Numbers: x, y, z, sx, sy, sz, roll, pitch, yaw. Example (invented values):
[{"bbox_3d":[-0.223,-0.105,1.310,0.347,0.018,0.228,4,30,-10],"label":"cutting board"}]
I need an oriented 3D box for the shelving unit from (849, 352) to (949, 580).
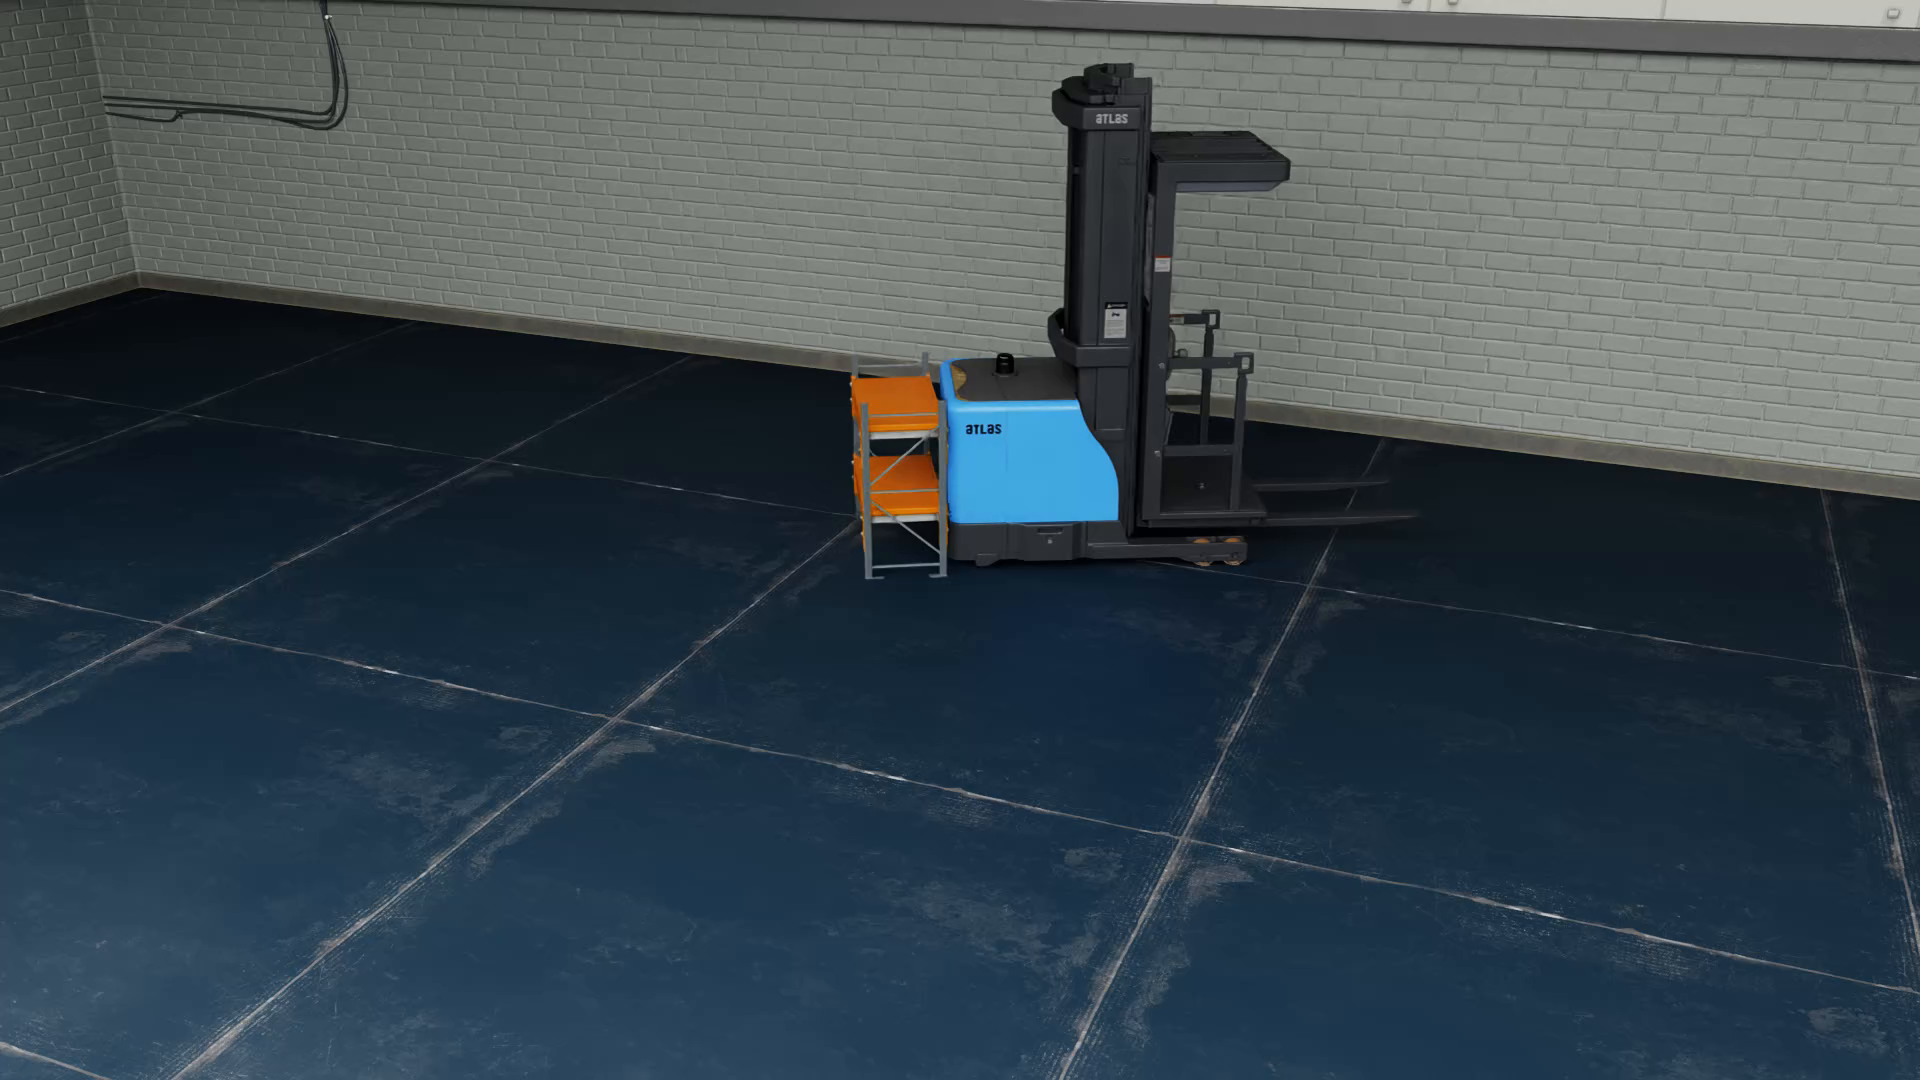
[{"bbox_3d":[-0.391,-0.486,10.454,0.538,1.125,1.048,-3,23,-6],"label":"shelving unit"}]

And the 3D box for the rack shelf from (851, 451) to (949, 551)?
[{"bbox_3d":[-0.391,-0.260,10.548,0.538,0.278,1.000,-3,23,-6],"label":"rack shelf"}]

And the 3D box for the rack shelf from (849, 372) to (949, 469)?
[{"bbox_3d":[-0.391,-0.756,10.341,0.538,0.278,1.000,-3,23,-6],"label":"rack shelf"}]

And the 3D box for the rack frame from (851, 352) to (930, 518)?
[{"bbox_3d":[-0.450,-0.680,10.920,0.500,1.125,0.032,-3,23,-6],"label":"rack frame"}]

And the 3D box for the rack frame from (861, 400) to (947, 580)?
[{"bbox_3d":[-0.332,-0.291,9.988,0.500,1.125,0.032,-3,23,-6],"label":"rack frame"}]

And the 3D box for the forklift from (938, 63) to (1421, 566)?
[{"bbox_3d":[1.393,-1.393,10.283,3.031,2.935,1.130,-1,23,-3],"label":"forklift"}]

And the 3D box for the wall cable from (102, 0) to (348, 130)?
[{"bbox_3d":[-6.995,-5.071,15.244,3.097,2.526,0.112,9,24,20],"label":"wall cable"}]
